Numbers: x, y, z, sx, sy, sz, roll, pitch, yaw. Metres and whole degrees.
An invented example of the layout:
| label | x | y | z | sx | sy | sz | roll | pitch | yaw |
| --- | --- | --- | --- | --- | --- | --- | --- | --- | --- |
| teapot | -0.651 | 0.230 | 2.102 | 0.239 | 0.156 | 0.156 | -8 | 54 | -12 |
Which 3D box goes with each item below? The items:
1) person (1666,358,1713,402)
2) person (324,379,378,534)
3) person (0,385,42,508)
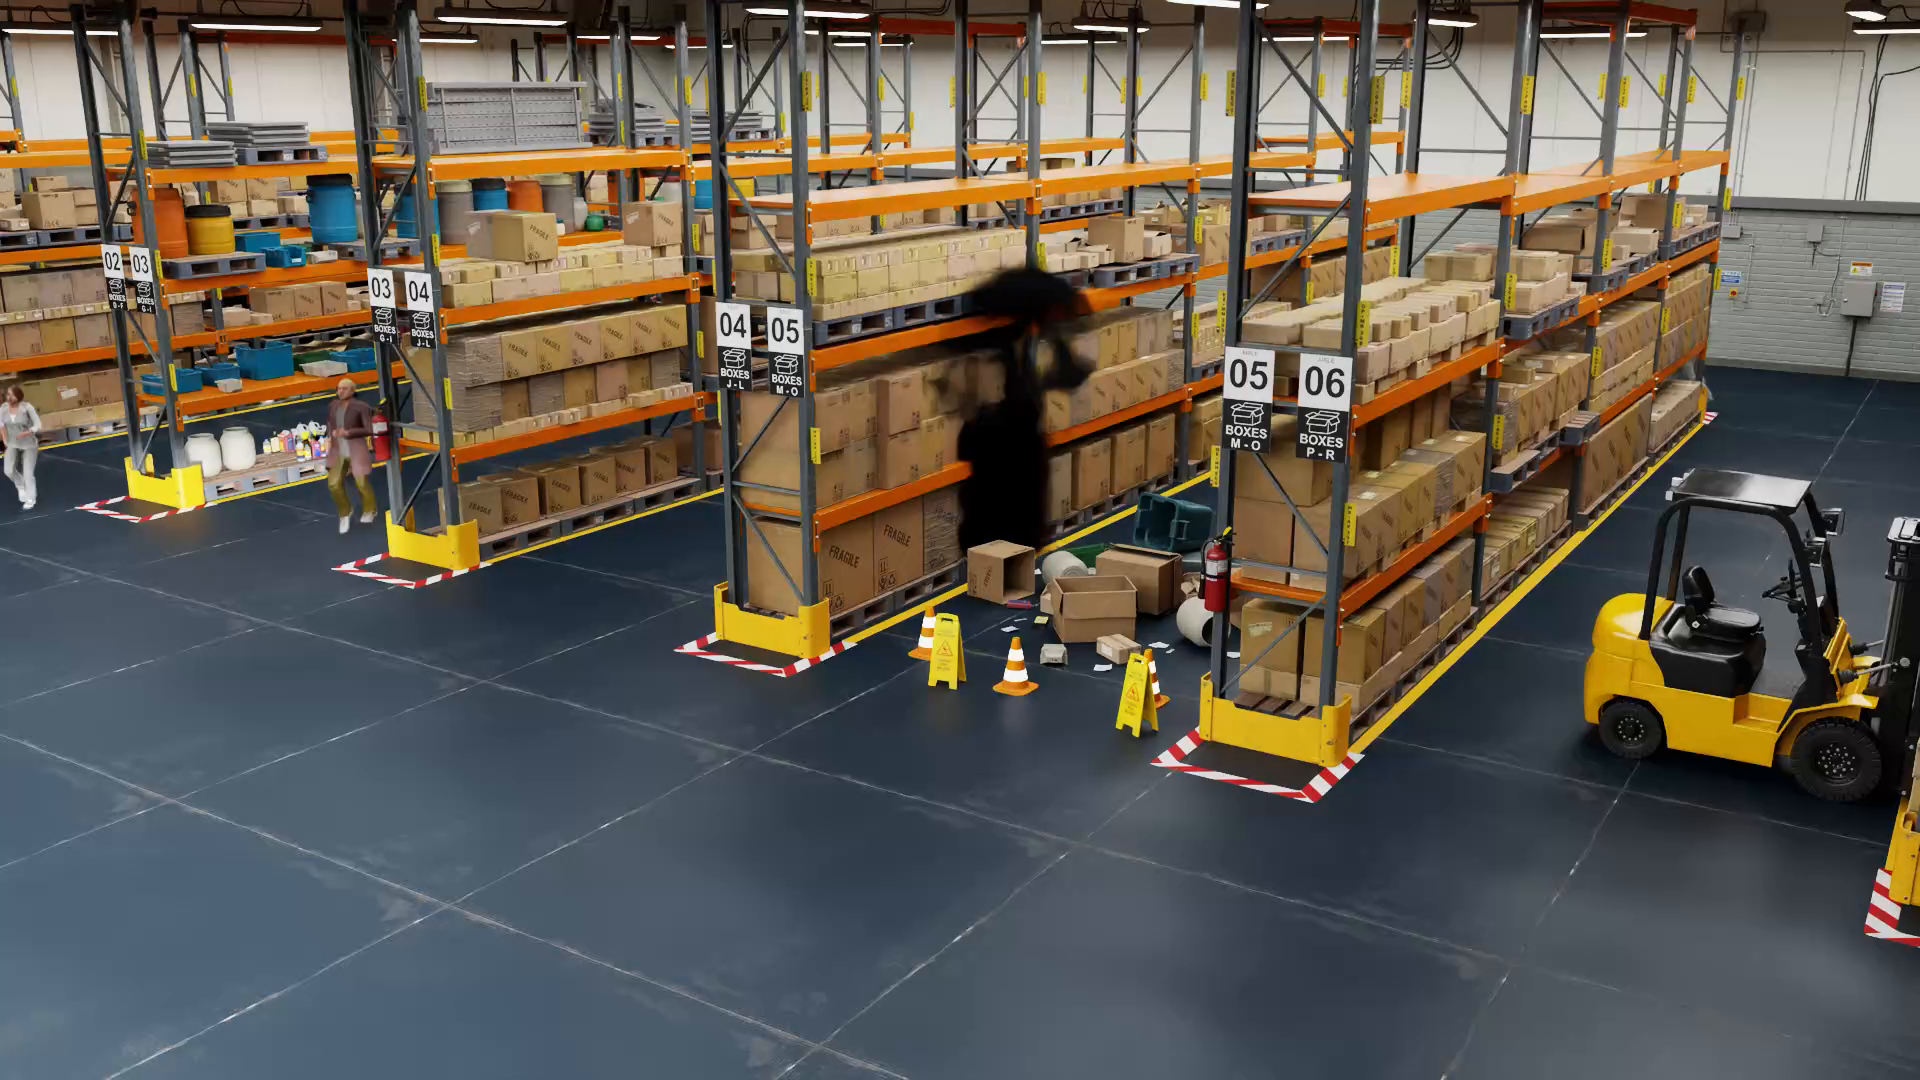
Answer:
| label | x | y | z | sx | sy | sz | roll | pitch | yaw |
| --- | --- | --- | --- | --- | --- | --- | --- | --- | --- |
| person | 11.663 | -3.006 | 26.759 | 1.044 | 1.740 | 0.722 | 12 | 20 | 38 |
| person | -7.143 | -0.981 | 19.466 | 0.672 | 1.824 | 0.799 | 1 | 16 | 4 |
| person | -11.508 | -1.129 | 20.368 | 0.539 | 1.556 | 0.573 | -3 | 16 | -11 |
